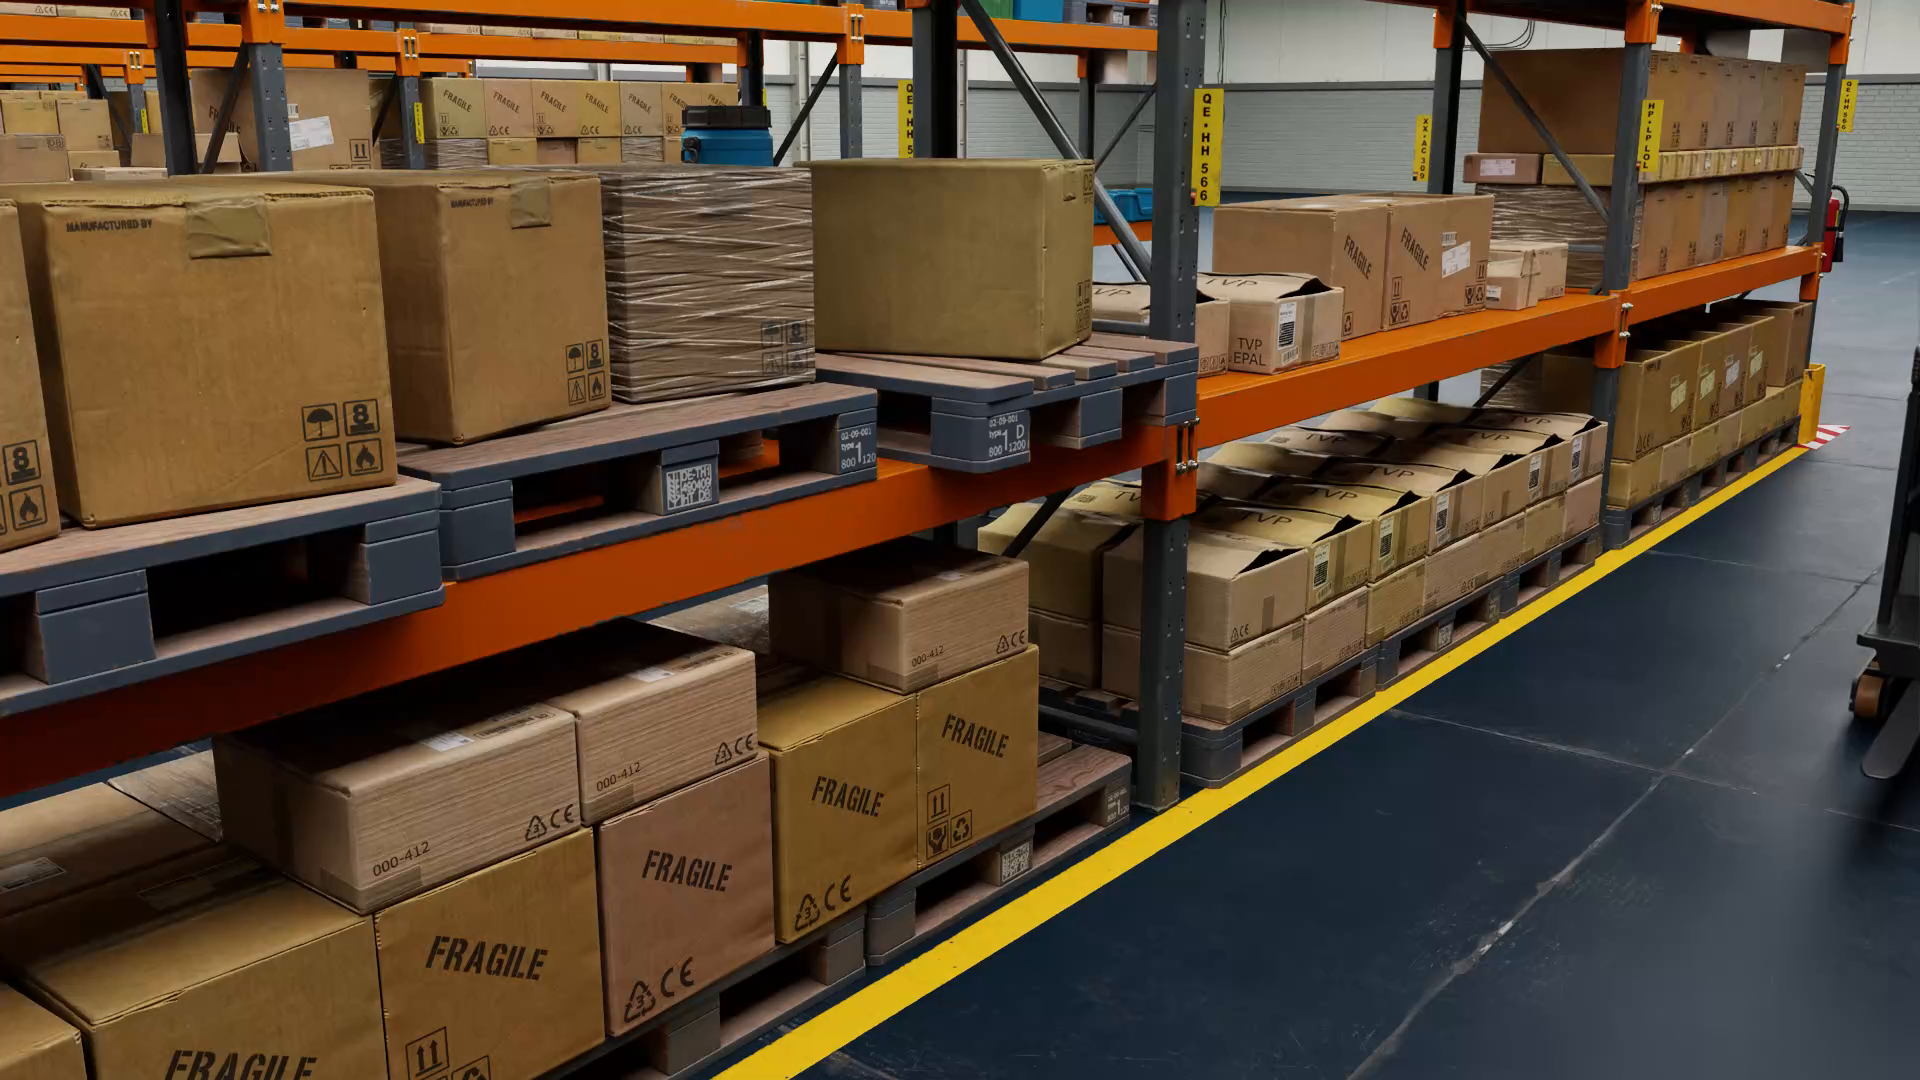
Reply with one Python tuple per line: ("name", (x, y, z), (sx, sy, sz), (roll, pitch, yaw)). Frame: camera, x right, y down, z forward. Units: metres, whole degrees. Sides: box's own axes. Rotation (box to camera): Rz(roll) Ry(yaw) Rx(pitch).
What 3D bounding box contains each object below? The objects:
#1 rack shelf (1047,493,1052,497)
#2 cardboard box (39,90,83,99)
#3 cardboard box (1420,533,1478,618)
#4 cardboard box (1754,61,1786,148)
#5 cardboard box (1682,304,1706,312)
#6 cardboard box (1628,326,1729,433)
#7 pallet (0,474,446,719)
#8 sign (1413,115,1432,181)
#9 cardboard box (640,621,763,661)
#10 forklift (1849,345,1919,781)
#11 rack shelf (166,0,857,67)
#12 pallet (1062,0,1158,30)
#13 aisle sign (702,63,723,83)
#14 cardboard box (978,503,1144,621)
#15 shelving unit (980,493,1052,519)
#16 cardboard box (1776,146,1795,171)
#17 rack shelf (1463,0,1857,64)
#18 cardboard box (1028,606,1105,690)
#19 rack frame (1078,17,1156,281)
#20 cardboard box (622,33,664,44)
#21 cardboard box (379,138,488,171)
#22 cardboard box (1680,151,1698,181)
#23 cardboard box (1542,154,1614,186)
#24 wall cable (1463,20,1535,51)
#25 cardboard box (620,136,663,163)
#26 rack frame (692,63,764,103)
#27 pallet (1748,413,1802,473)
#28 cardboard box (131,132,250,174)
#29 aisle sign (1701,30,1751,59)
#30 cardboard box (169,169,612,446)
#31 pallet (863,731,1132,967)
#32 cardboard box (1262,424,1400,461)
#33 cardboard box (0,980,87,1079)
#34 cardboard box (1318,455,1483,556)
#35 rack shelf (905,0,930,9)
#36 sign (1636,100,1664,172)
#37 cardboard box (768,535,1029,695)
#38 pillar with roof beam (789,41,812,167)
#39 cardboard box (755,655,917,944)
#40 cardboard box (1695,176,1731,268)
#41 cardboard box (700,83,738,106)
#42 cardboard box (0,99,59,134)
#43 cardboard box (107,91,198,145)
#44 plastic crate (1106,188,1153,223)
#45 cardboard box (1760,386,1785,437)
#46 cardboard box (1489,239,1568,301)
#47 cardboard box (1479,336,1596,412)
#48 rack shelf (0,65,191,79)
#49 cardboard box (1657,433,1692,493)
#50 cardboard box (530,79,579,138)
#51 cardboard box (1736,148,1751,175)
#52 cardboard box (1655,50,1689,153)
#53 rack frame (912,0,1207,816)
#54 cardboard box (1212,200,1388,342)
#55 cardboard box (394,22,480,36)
("rack shelf", (-0.004, -0.307, 8.540), (0.538, 0.278, 1.000), (11, 18, 38))
("cardboard box", (-11.503, -5.426, 21.051), (0.700, 0.500, 0.500), (11, 18, 36))
("cardboard box", (1.791, 0.101, 6.865), (0.500, 0.250, 0.500), (12, 18, 39))
("cardboard box", (4.639, -2.688, 10.275), (0.700, 0.500, 0.500), (11, 18, 36))
("cardboard box", (4.479, -1.280, 10.779), (0.500, 0.500, 0.500), (11, 18, 38))
("cardboard box", (3.951, -0.910, 9.323), (0.500, 0.500, 0.500), (11, 18, 38))
("pallet", (-1.653, 0.045, 2.745), (1.003, 0.211, 1.213), (11, 18, 38))
("sign", (2.355, -1.988, 8.436), (0.100, 0.325, 0.005), (11, 18, 38))
("cardboard box", (-0.878, 0.559, 4.512), (0.500, 0.500, 0.500), (11, 18, 37))
("forklift", (3.877, -0.752, 5.629), (1.130, 2.935, 3.031), (11, 18, 36))
("rack shelf", (-2.320, -2.934, 9.448), (1.077, 0.370, 4.000), (11, 18, 38))
("pallet", (0.855, -4.197, 13.341), (1.003, 0.211, 1.213), (11, 18, 38))
("aisle sign", (-2.595, -5.062, 17.178), (0.394, 0.787, 0.004), (11, 18, 38))
("cardboard box", (0.411, 0.041, 5.963), (0.500, 0.311, 0.500), (12, 18, 39))
("shelving unit", (-0.004, -0.544, 8.479), (0.538, 1.125, 1.048), (11, 18, 38))
("cardboard box", (5.046, -2.420, 10.537), (0.380, 0.149, 0.250), (12, 18, 39))
("rack shelf", (4.045, -2.932, 9.443), (1.077, 0.370, 4.000), (11, 18, 38))
("cardboard box", (0.415, 0.312, 6.032), (0.500, 0.250, 0.500), (12, 18, 39))
("rack frame", (1.451, -2.978, 14.252), (1.000, 3.000, 0.127), (11, 18, 38))
("cardboard box", (-3.147, -4.801, 15.640), (0.500, 0.250, 0.500), (12, 18, 39))
("cardboard box", (-4.584, -3.247, 14.506), (0.875, 0.500, 0.500), (11, 18, 38))
("cardboard box", (3.749, -2.024, 8.979), (0.380, 0.149, 0.250), (11, 18, 36))
("cardboard box", (3.107, -1.829, 8.208), (0.380, 0.149, 0.250), (11, 18, 37))
("wall cable", (13.999, -15.240, 43.429), (2.305, 6.003, 0.169), (11, 18, 38))
("cardboard box", (-3.337, -3.632, 16.021), (0.875, 0.500, 0.500), (11, 18, 38))
("rack frame", (-2.401, -3.744, 17.269), (1.000, 3.000, 0.127), (11, 18, 38))
("pallet", (4.854, -0.706, 10.973), (1.003, 0.211, 1.213), (11, 18, 38))
("cardboard box", (-5.933, -2.885, 12.826), (0.797, 0.503, 0.637), (14, 20, 43))
("aisle sign", (5.105, -3.530, 11.147), (0.394, 0.787, 0.004), (11, 18, 38))
("cardboard box", (-1.178, -0.512, 3.490), (0.700, 0.500, 0.500), (6, 16, 23))
("pallet", (-0.225, 0.810, 5.004), (1.003, 0.211, 1.213), (11, 18, 38))
("cardboard box", (1.691, -0.352, 7.509), (0.500, 0.311, 0.500), (11, 18, 36))
("cardboard box", (-1.747, 1.031, 2.655), (0.500, 0.500, 0.500), (10, 18, 35))
("cardboard box", (1.800, -0.173, 6.806), (0.500, 0.311, 0.500), (11, 18, 37))
("rack shelf", (-0.983, -1.400, 3.412), (1.077, 0.370, 4.000), (11, 18, 38))
("sign", (3.216, -1.885, 7.760), (0.100, 0.325, 0.005), (11, 18, 38))
("cardboard box", (-0.164, 0.184, 4.469), (0.500, 0.250, 0.500), (12, 19, 40))
("pillar with roof beam", (-0.449, -11.740, 36.559), (9.100, 9.000, 0.400), (11, 18, 38))
("cardboard box", (-0.457, 0.635, 4.216), (0.500, 0.500, 0.500), (10, 18, 36))
("cardboard box", (4.028, -1.874, 9.706), (0.700, 0.500, 0.500), (12, 19, 39))
("cardboard box", (-2.554, -4.278, 16.531), (0.500, 0.500, 0.500), (11, 18, 38))
("cardboard box", (-9.339, -4.103, 16.449), (0.700, 0.500, 0.500), (11, 18, 37))
("cardboard box", (-8.451, -4.426, 17.457), (0.875, 0.550, 0.550), (11, 18, 38))
("plastic crate", (1.370, -2.763, 13.710), (0.499, 0.251, 0.616), (11, 18, 38))
("cardboard box", (4.890, -0.835, 10.550), (0.500, 0.250, 0.500), (11, 18, 38))
("cardboard box", (2.512, -1.270, 7.837), (0.500, 0.250, 0.500), (13, 19, 41))
("cardboard box", (3.233, -0.895, 9.263), (0.500, 0.500, 0.500), (11, 18, 38))
("rack shelf", (-11.366, -6.000, 21.517), (1.077, 0.370, 4.000), (11, 18, 38))
("cardboard box", (3.633, -0.452, 9.041), (0.500, 0.250, 0.500), (11, 18, 38))
("cardboard box", (-3.807, -3.894, 15.020), (0.500, 0.500, 0.500), (11, 18, 38))
("cardboard box", (4.397, -2.222, 9.758), (0.380, 0.149, 0.250), (12, 18, 39))
("cardboard box", (3.378, -2.304, 8.764), (0.700, 0.500, 0.500), (11, 18, 37))
("rack frame", (0.274, -0.678, 5.200), (1.000, 3.000, 0.127), (11, 18, 38))
("cardboard box", (1.316, -1.051, 6.463), (0.500, 0.500, 0.500), (10, 17, 35))
("cardboard box", (-4.433, -4.406, 14.086), (0.500, 0.250, 0.500), (10, 18, 35))
